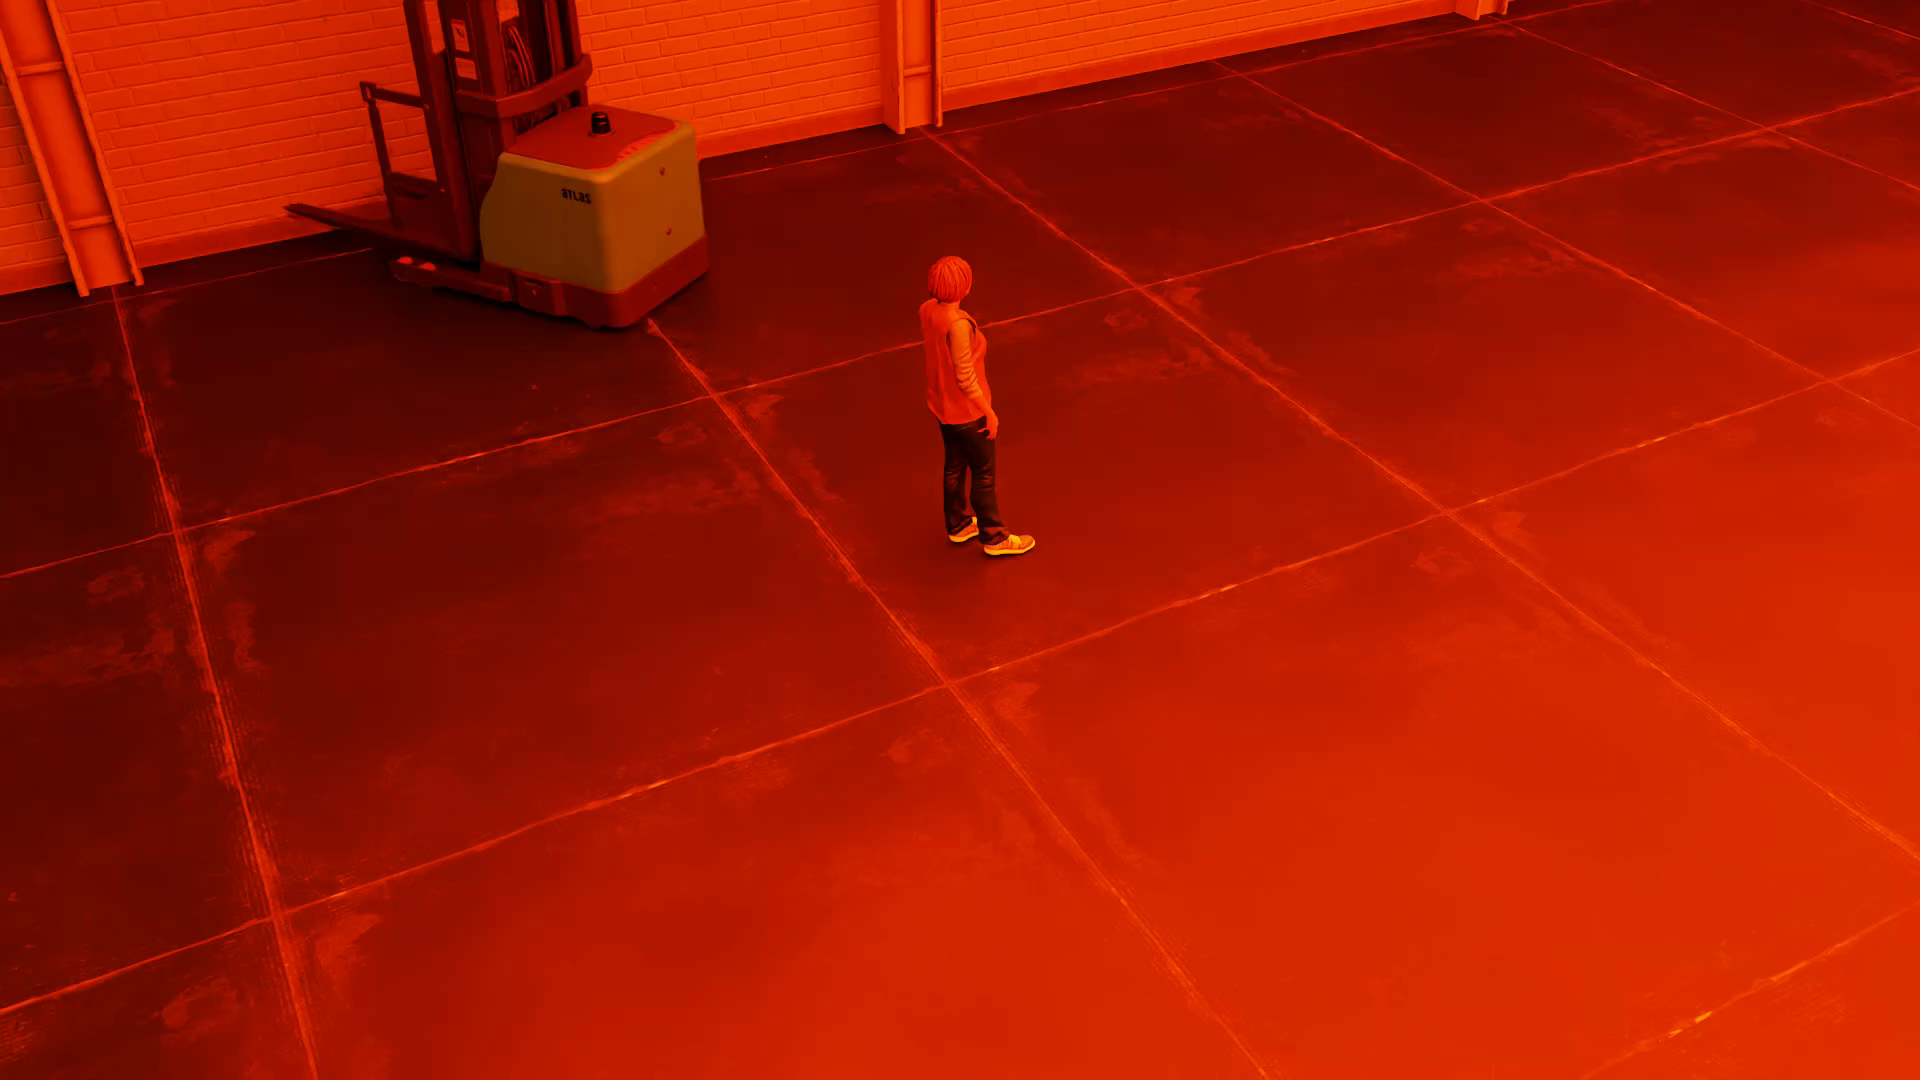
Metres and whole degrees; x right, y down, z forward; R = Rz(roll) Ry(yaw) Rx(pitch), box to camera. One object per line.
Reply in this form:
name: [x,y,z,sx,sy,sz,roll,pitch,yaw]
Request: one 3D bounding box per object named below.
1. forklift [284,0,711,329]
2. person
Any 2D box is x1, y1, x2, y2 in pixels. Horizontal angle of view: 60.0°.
forklift: [-3.218,-3.114,10.528,3.031,2.935,1.130,16,38,22]
person: [0.072,-0.671,8.215,0.474,1.597,0.520,-17,39,-23]
